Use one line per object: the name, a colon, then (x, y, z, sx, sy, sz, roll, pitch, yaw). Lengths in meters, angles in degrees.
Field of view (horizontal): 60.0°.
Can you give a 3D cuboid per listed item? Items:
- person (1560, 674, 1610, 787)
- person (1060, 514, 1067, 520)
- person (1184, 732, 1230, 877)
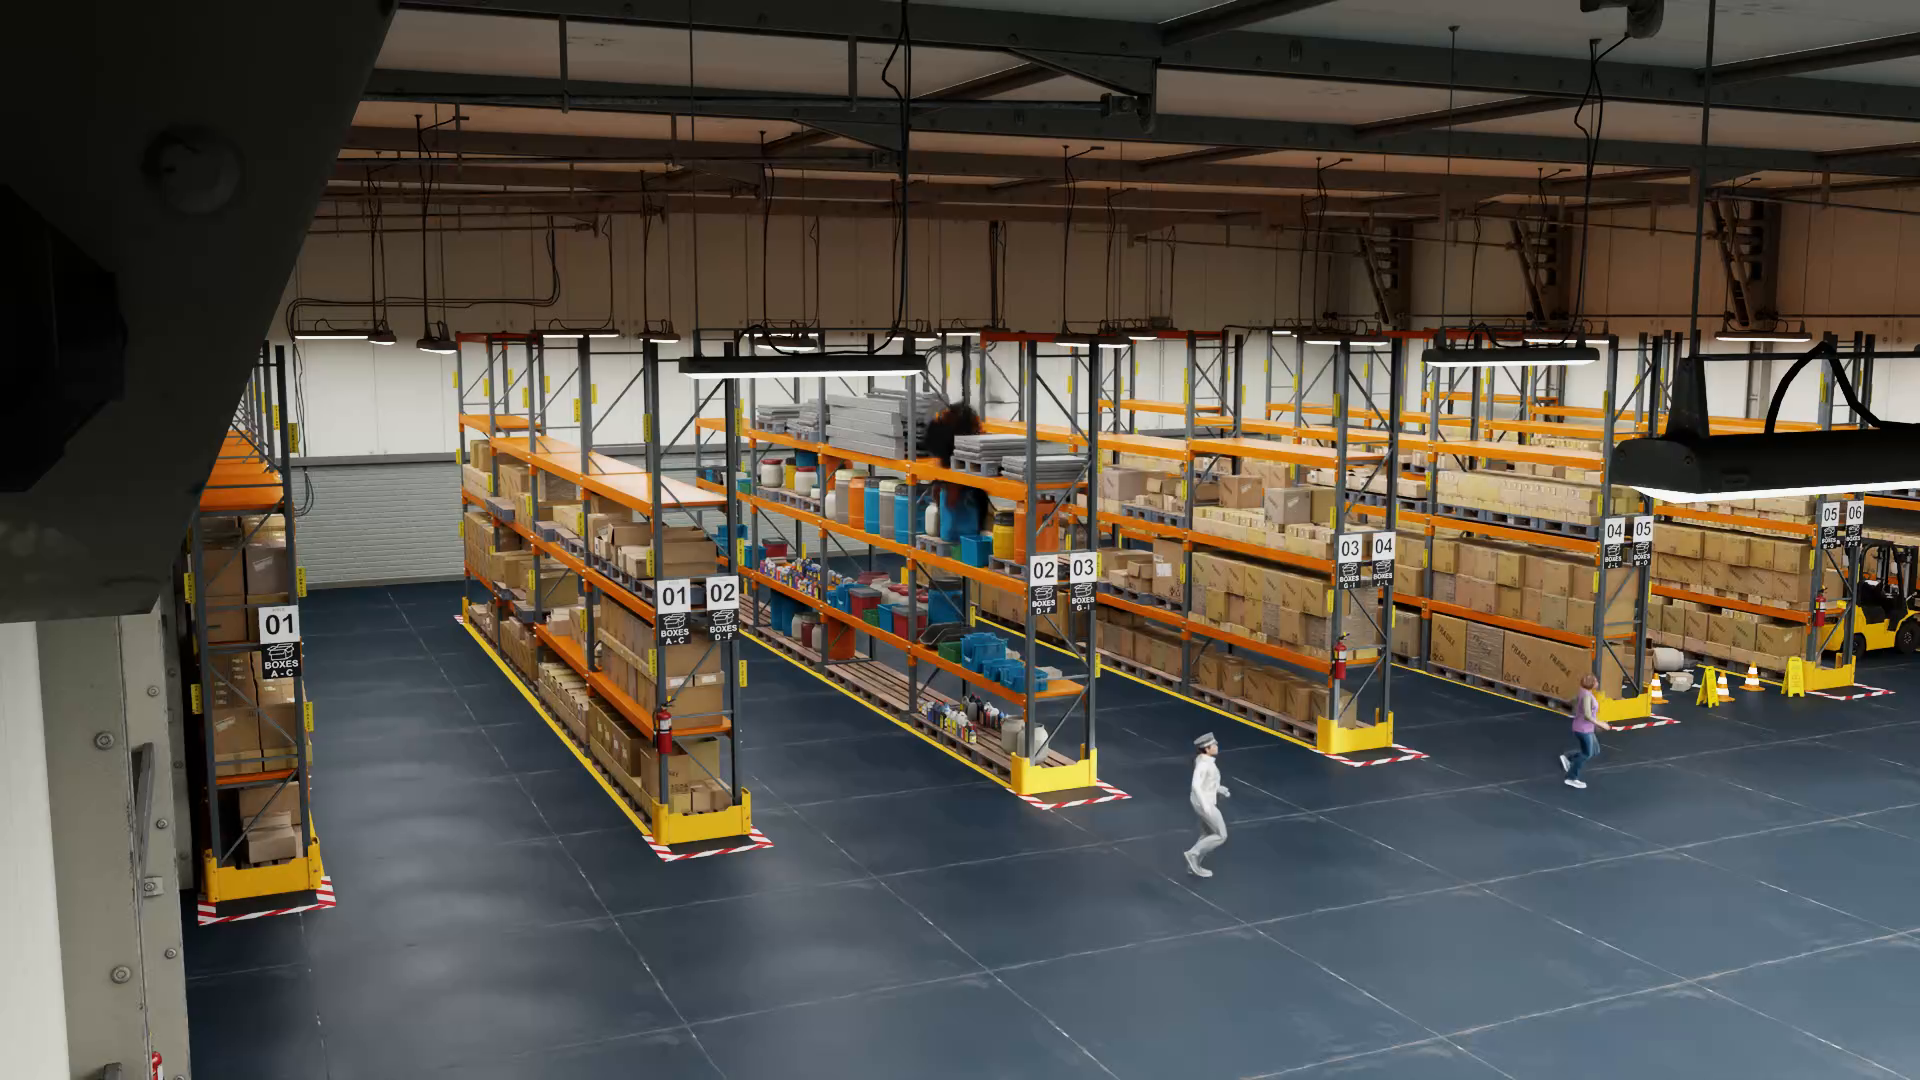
person: (8.427, 2.560, 22.420, 0.604, 1.561, 0.571, 2, 8, 16)
person: (2.366, 0.204, 39.522, 0.748, 1.659, 0.731, 0, 8, 0)
person: (2.803, 2.986, 18.819, 0.538, 1.663, 0.630, 0, 8, 0)
